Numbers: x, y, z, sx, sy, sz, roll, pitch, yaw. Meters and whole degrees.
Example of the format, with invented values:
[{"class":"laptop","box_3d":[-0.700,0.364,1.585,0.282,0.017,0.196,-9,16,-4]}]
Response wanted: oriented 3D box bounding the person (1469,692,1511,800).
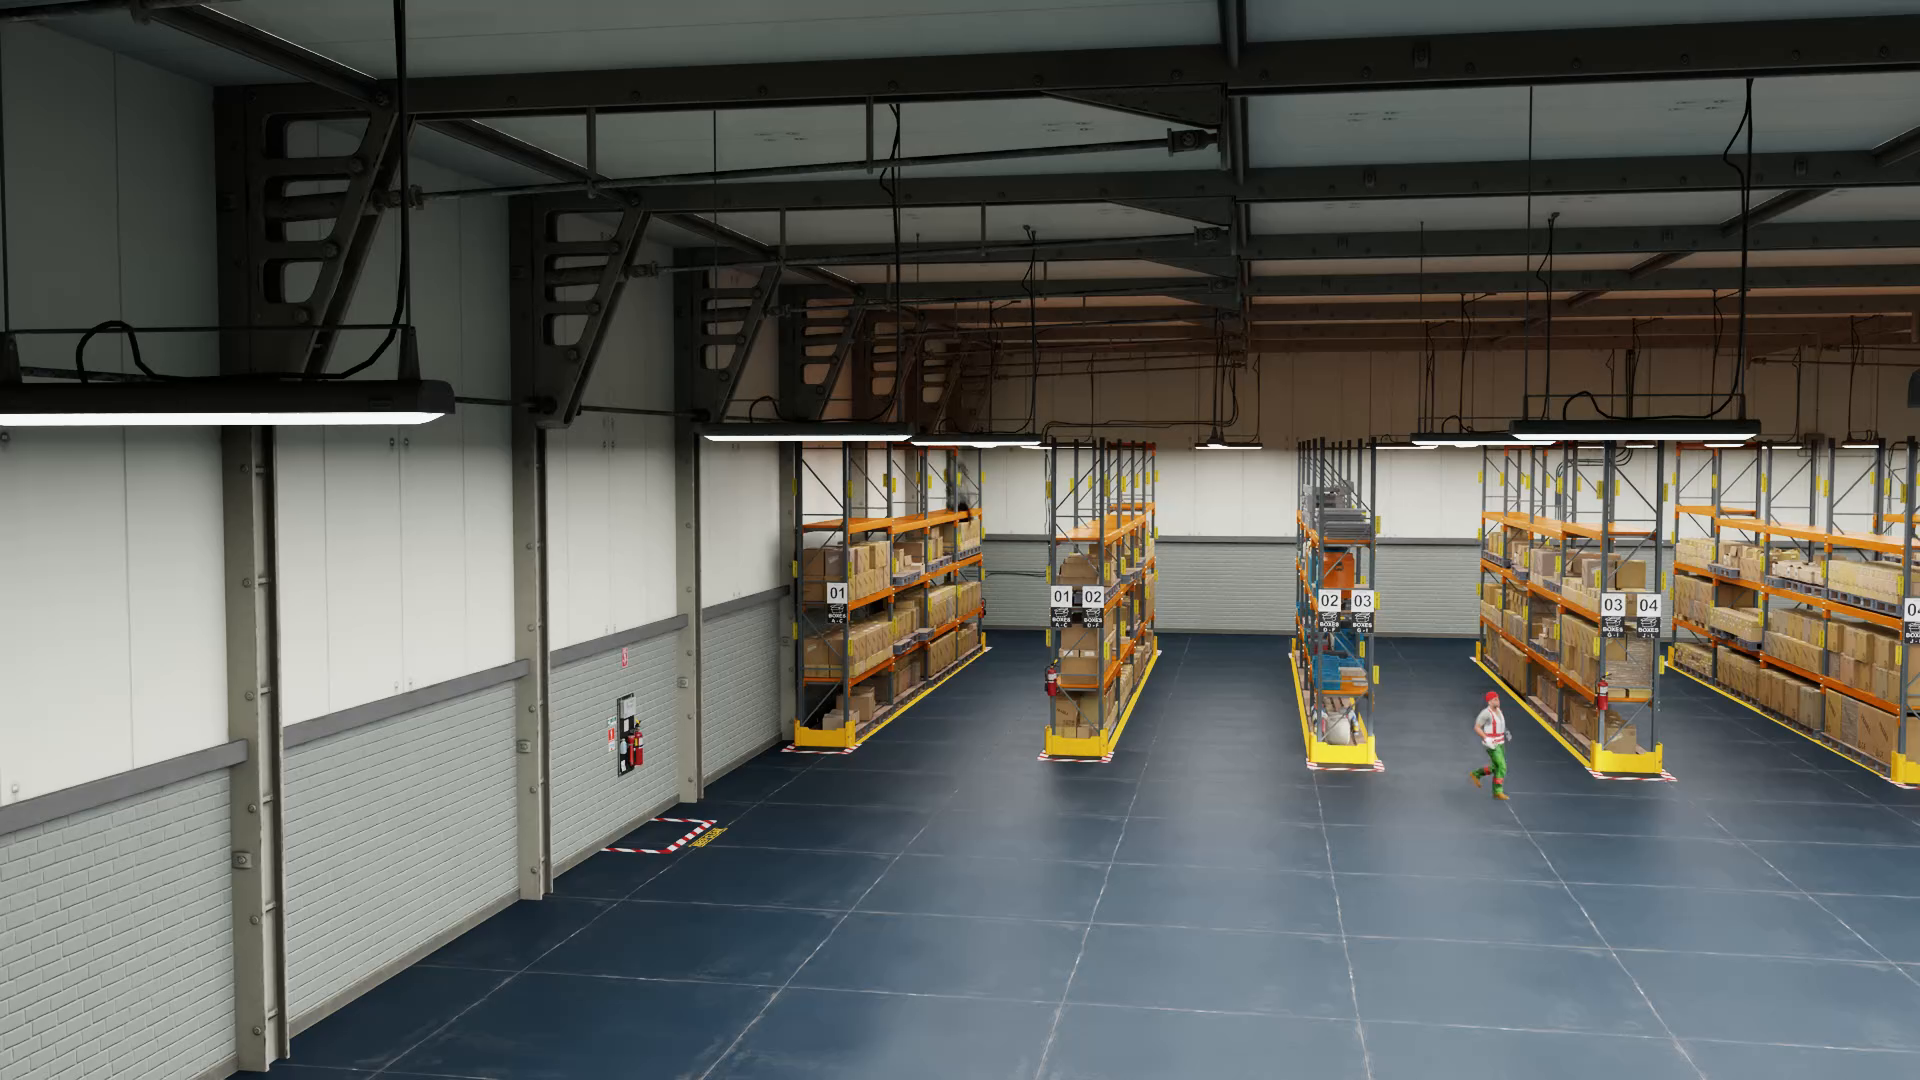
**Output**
[{"class":"person","box_3d":[8.804,3.389,27.596,0.722,1.768,0.650,3,4,45]}]
